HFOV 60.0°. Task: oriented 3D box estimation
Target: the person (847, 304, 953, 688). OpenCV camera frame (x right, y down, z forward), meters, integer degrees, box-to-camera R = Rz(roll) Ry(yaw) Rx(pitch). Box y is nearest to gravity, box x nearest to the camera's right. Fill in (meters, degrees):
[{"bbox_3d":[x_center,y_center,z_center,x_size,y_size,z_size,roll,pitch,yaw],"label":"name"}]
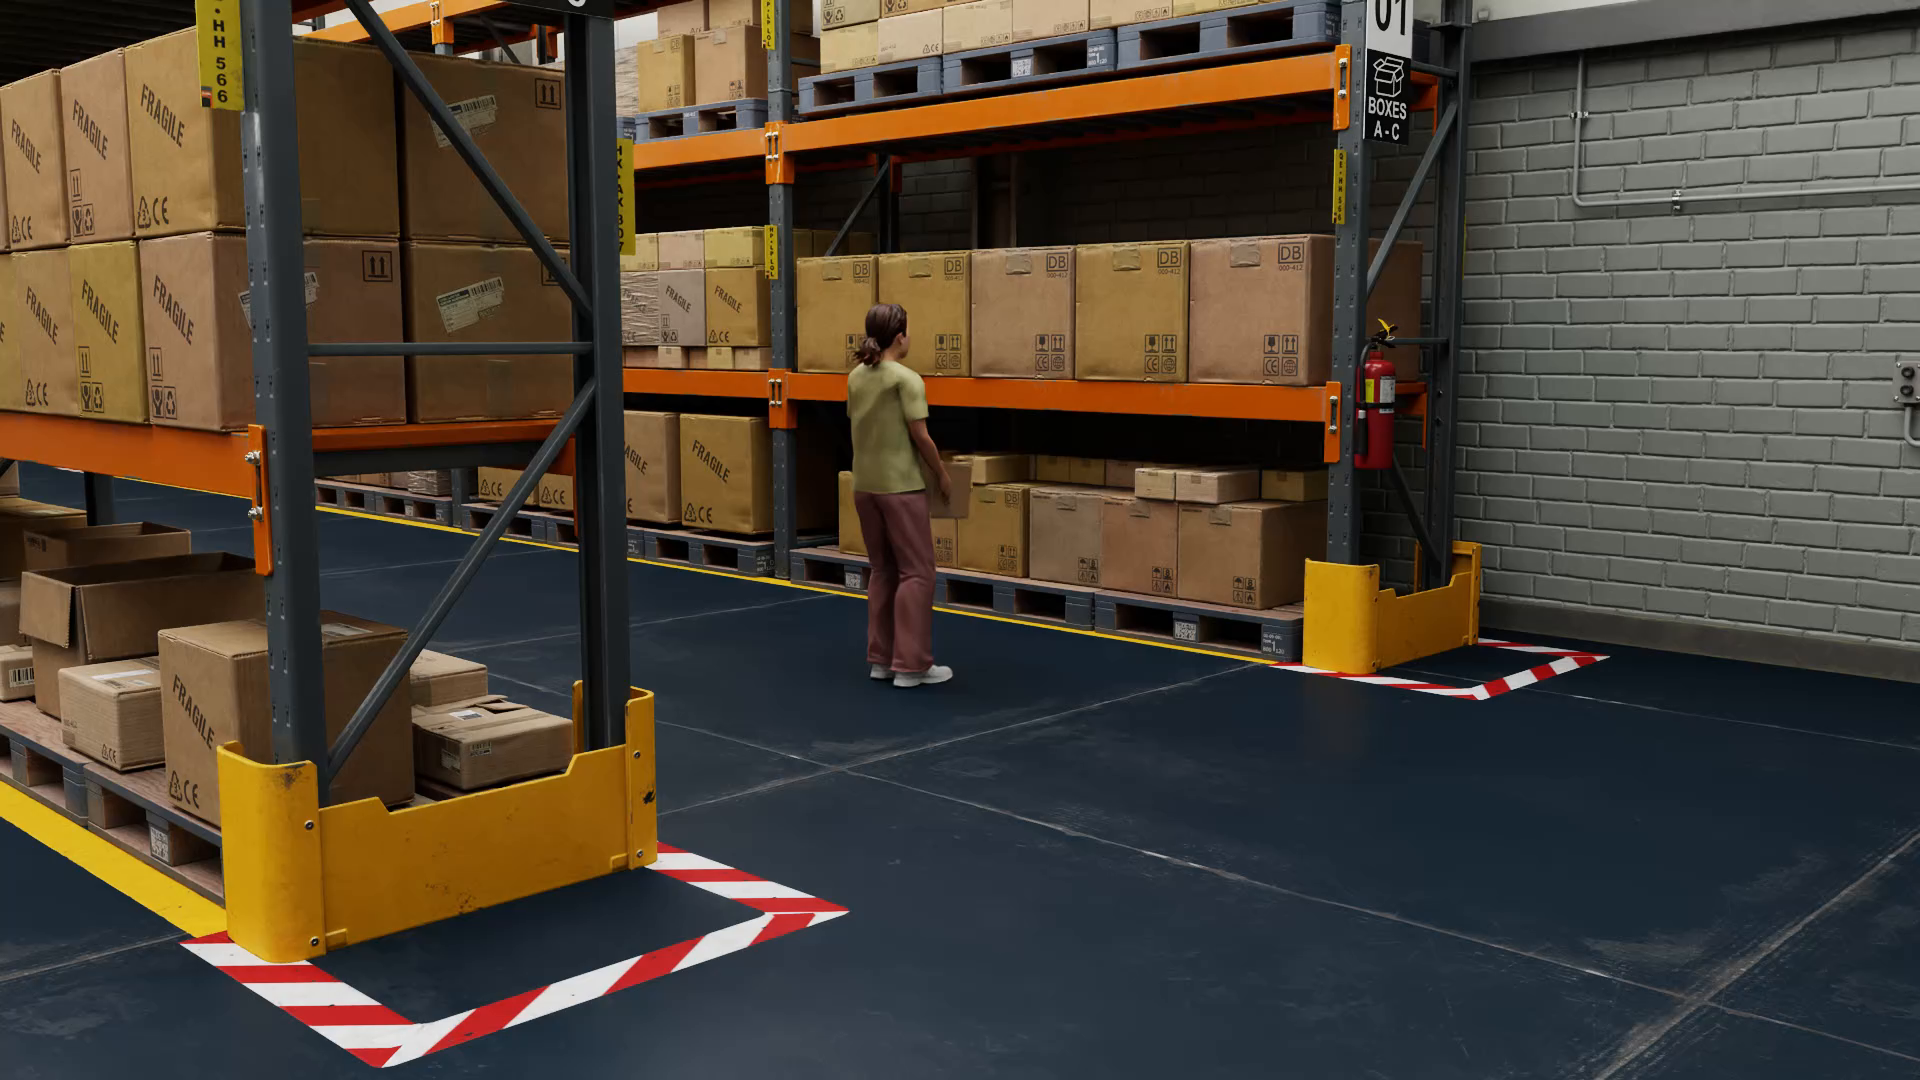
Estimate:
[{"bbox_3d":[-0.282,-0.203,7.386,0.468,1.675,0.435,7,10,42],"label":"person"}]
